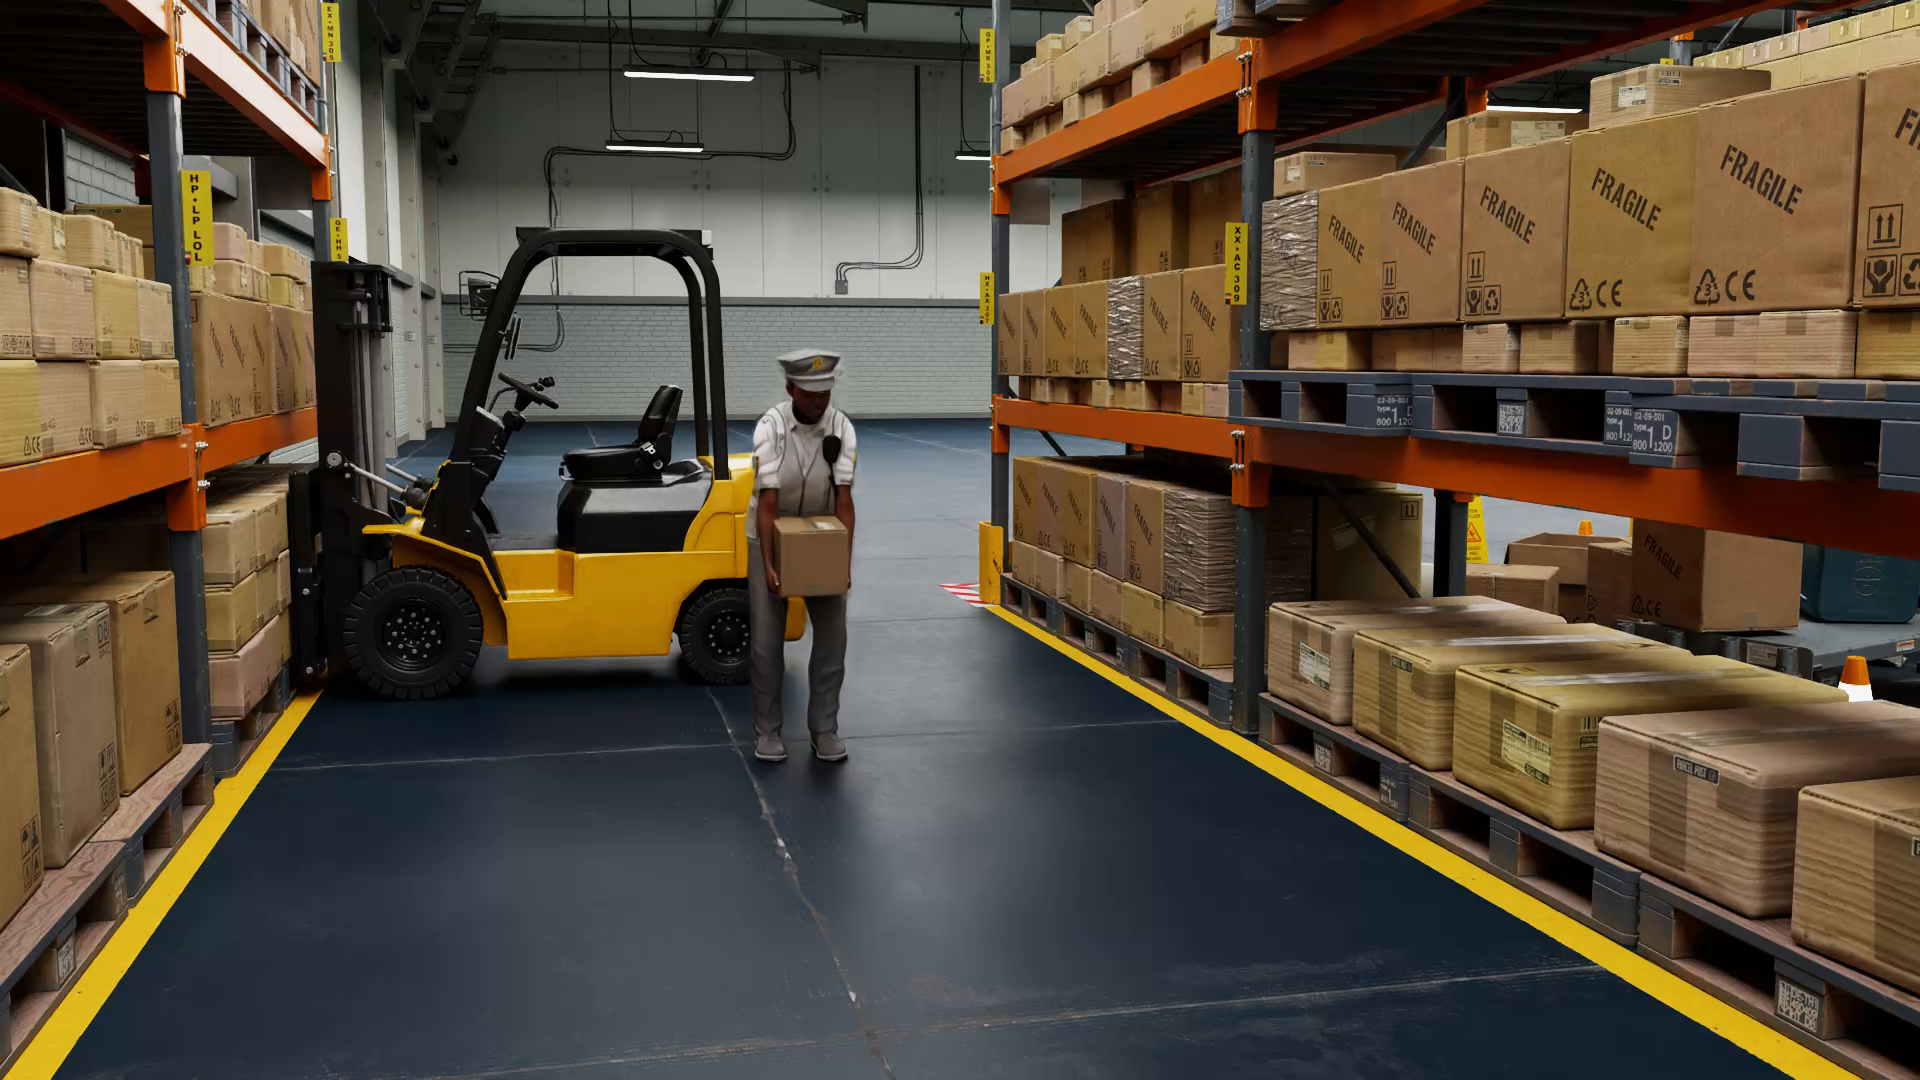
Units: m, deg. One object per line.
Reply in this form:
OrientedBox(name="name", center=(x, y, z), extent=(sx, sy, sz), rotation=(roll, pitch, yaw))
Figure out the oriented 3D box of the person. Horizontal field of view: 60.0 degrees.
OrientedBox(name="person", center=(-0.612, 0.064, 6.451), extent=(0.412, 1.595, 0.575), rotation=(-2, 6, -15))
